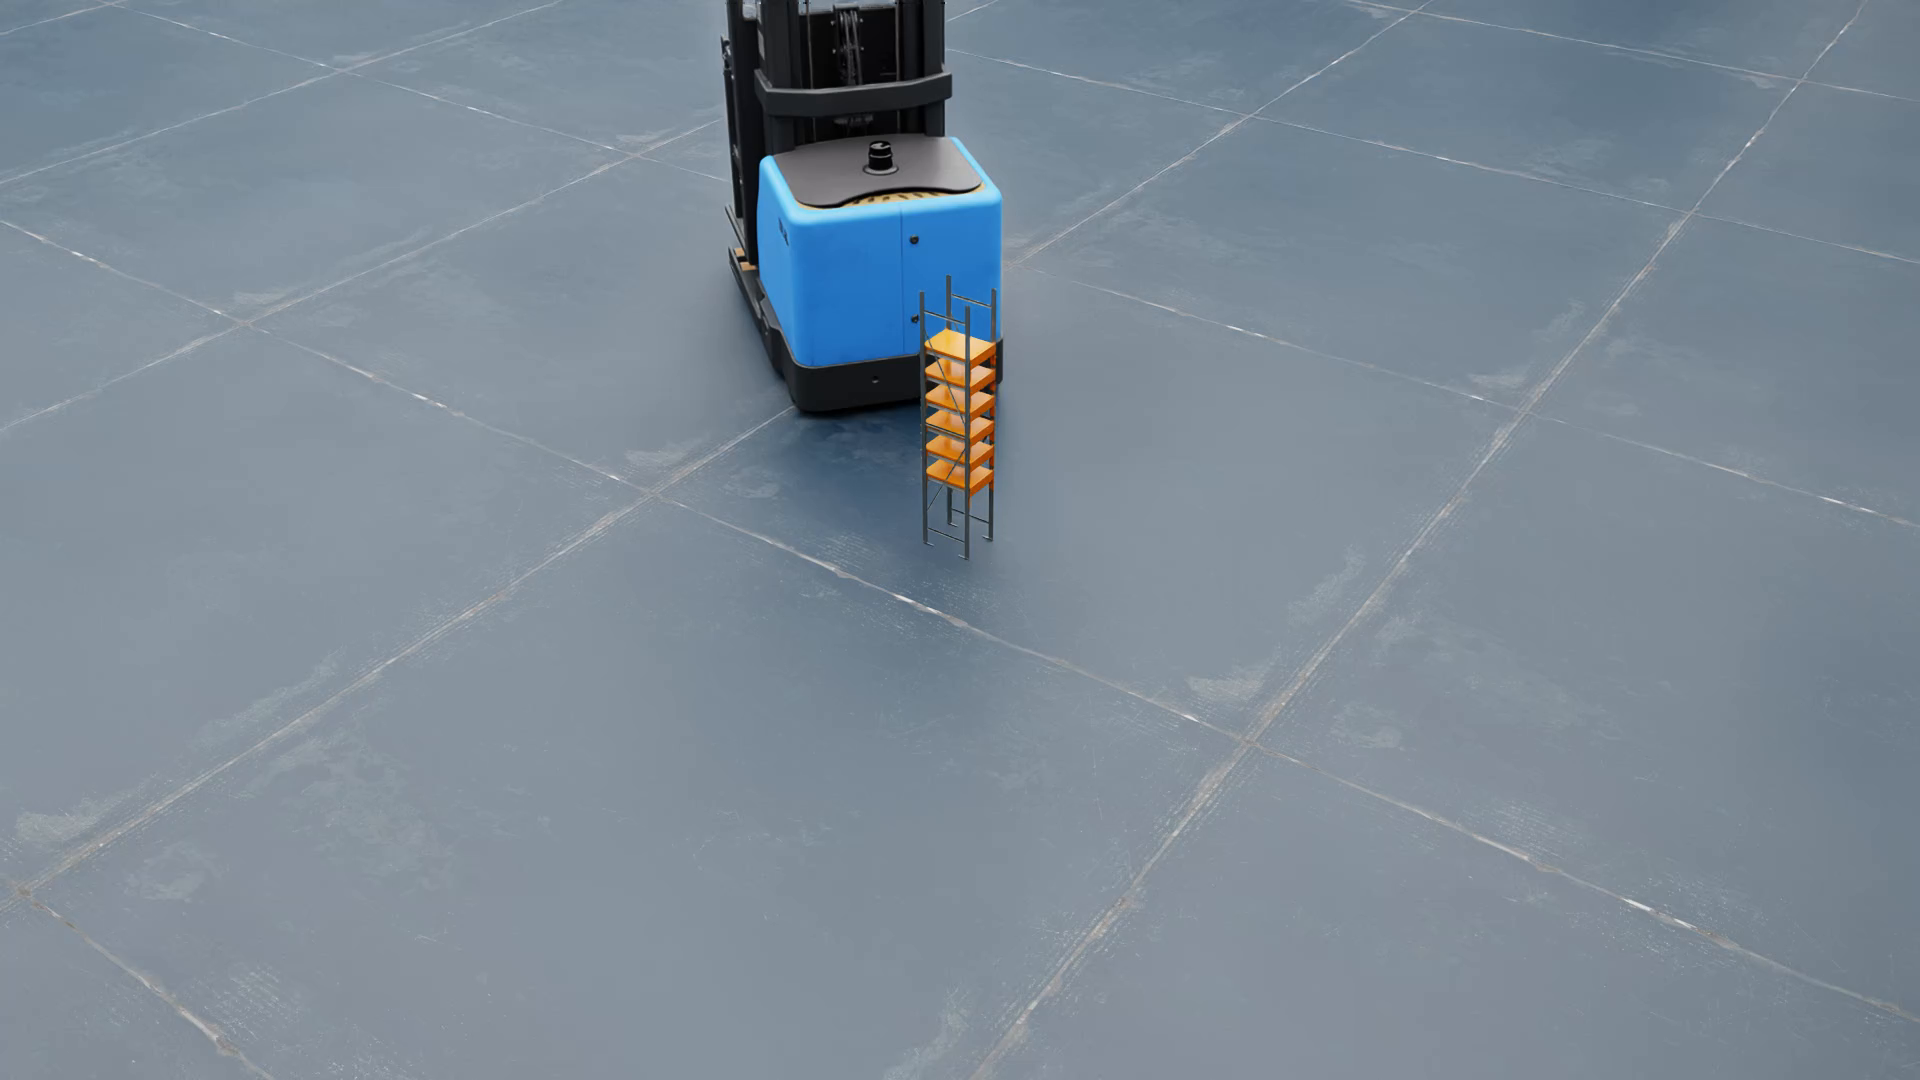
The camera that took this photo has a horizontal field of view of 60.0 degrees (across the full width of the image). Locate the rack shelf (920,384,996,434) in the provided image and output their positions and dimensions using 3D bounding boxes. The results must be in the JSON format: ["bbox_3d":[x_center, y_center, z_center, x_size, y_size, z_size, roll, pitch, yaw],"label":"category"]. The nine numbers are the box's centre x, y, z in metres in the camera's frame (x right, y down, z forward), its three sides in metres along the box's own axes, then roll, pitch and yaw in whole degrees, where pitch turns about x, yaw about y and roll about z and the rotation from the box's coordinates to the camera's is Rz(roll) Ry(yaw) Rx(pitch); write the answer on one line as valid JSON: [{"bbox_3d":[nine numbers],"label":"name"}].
[{"bbox_3d":[-0.008,-0.553,6.862,0.258,0.103,0.180,21,39,28],"label":"rack shelf"}]

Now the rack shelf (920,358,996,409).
[{"bbox_3d":[-0.008,-0.652,6.794,0.258,0.103,0.180,21,39,28],"label":"rack shelf"}]

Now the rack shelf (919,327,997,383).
[{"bbox_3d":[-0.008,-0.752,6.727,0.258,0.103,0.180,21,39,28],"label":"rack shelf"}]

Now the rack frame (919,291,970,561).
[{"bbox_3d":[-0.060,-0.448,6.842,0.240,1.200,0.006,21,39,28],"label":"rack frame"}]

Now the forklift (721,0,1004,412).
[{"bbox_3d":[-0.683,-2.656,8.562,1.130,2.935,3.031,-9,35,-13],"label":"forklift"}]

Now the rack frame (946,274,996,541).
[{"bbox_3d":[0.044,-0.532,6.966,0.240,1.200,0.006,21,39,28],"label":"rack frame"}]

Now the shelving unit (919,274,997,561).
[{"bbox_3d":[-0.008,-0.490,6.904,0.258,1.200,0.189,21,39,28],"label":"shelving unit"}]

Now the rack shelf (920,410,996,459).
[{"bbox_3d":[-0.008,-0.454,6.929,0.258,0.103,0.180,21,39,28],"label":"rack shelf"}]

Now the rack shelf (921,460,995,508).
[{"bbox_3d":[-0.008,-0.255,7.063,0.258,0.103,0.180,21,39,28],"label":"rack shelf"}]

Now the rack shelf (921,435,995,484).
[{"bbox_3d":[-0.008,-0.354,6.996,0.258,0.103,0.180,21,39,28],"label":"rack shelf"}]
